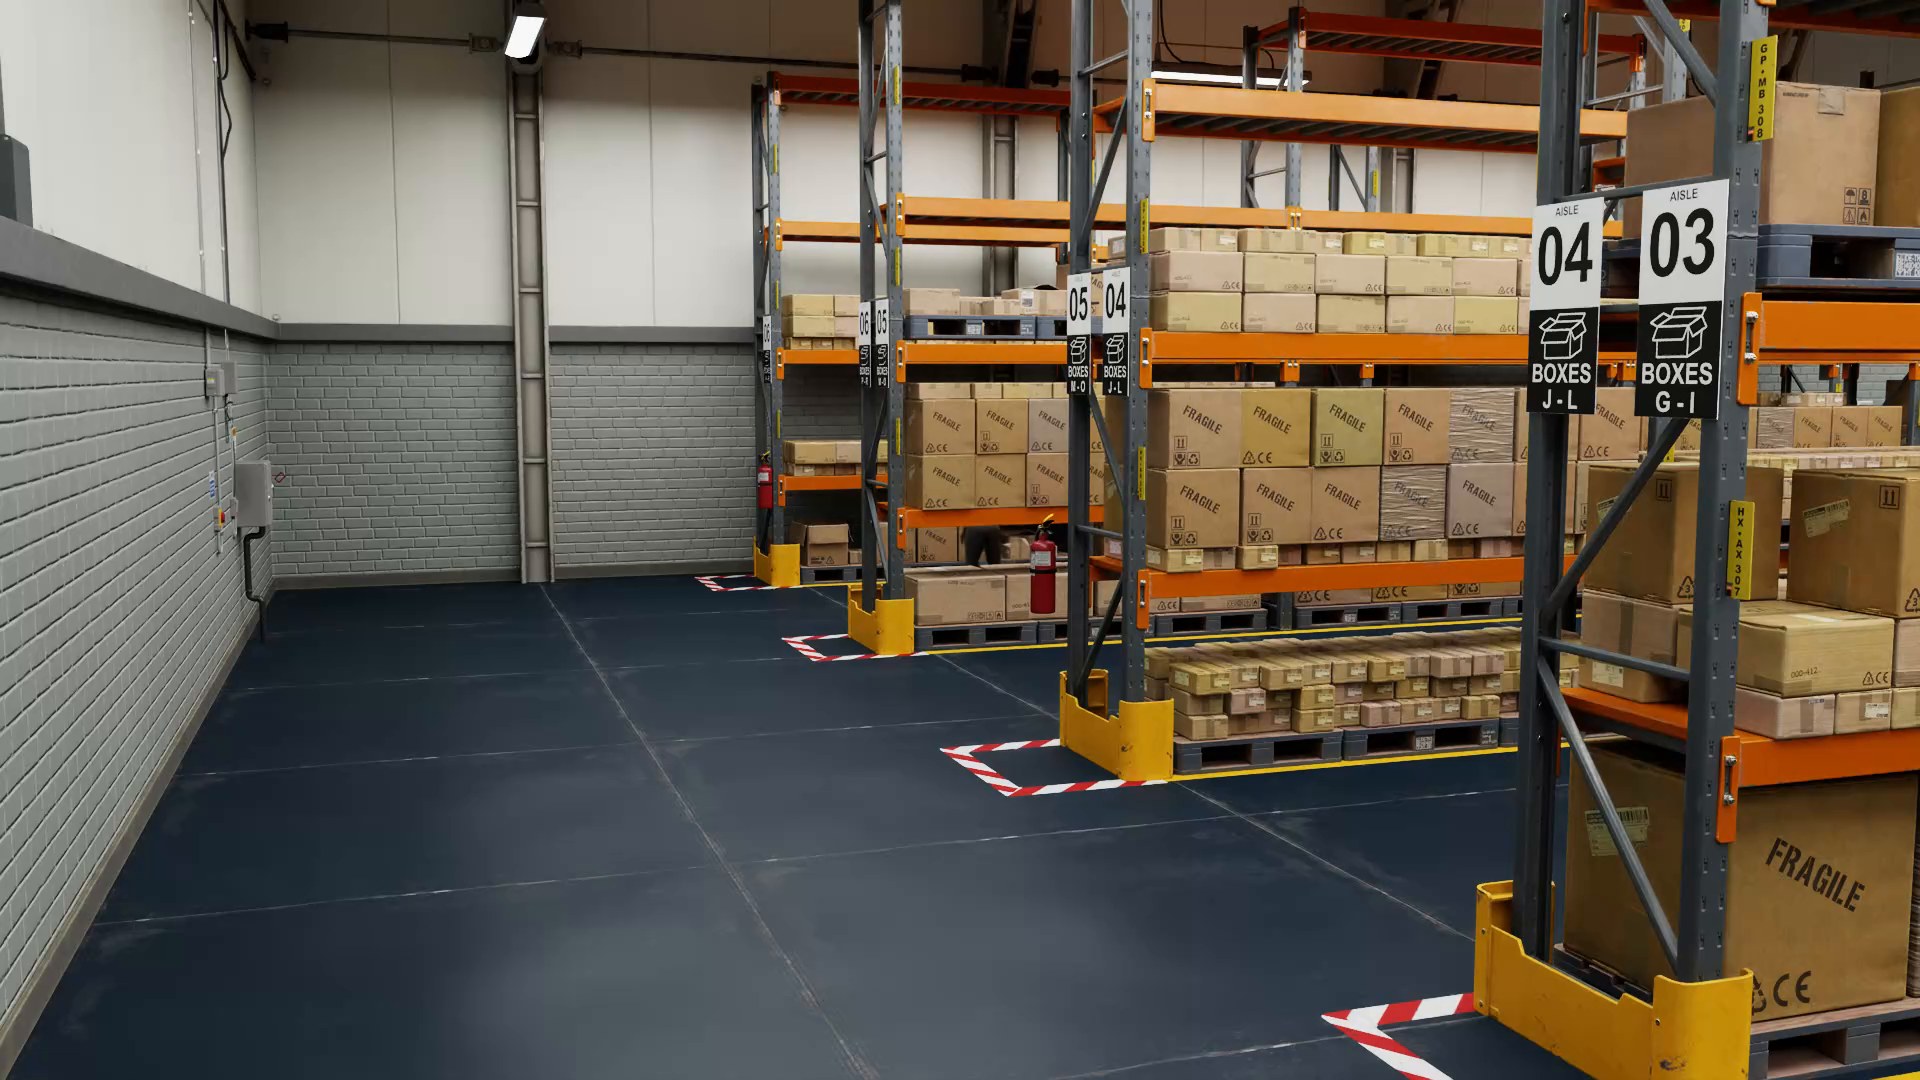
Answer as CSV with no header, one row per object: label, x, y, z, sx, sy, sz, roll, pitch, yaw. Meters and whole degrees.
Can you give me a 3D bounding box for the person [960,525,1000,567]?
person,0.235,-0.073,17.569,0.502,1.667,0.430,-4,7,-37
